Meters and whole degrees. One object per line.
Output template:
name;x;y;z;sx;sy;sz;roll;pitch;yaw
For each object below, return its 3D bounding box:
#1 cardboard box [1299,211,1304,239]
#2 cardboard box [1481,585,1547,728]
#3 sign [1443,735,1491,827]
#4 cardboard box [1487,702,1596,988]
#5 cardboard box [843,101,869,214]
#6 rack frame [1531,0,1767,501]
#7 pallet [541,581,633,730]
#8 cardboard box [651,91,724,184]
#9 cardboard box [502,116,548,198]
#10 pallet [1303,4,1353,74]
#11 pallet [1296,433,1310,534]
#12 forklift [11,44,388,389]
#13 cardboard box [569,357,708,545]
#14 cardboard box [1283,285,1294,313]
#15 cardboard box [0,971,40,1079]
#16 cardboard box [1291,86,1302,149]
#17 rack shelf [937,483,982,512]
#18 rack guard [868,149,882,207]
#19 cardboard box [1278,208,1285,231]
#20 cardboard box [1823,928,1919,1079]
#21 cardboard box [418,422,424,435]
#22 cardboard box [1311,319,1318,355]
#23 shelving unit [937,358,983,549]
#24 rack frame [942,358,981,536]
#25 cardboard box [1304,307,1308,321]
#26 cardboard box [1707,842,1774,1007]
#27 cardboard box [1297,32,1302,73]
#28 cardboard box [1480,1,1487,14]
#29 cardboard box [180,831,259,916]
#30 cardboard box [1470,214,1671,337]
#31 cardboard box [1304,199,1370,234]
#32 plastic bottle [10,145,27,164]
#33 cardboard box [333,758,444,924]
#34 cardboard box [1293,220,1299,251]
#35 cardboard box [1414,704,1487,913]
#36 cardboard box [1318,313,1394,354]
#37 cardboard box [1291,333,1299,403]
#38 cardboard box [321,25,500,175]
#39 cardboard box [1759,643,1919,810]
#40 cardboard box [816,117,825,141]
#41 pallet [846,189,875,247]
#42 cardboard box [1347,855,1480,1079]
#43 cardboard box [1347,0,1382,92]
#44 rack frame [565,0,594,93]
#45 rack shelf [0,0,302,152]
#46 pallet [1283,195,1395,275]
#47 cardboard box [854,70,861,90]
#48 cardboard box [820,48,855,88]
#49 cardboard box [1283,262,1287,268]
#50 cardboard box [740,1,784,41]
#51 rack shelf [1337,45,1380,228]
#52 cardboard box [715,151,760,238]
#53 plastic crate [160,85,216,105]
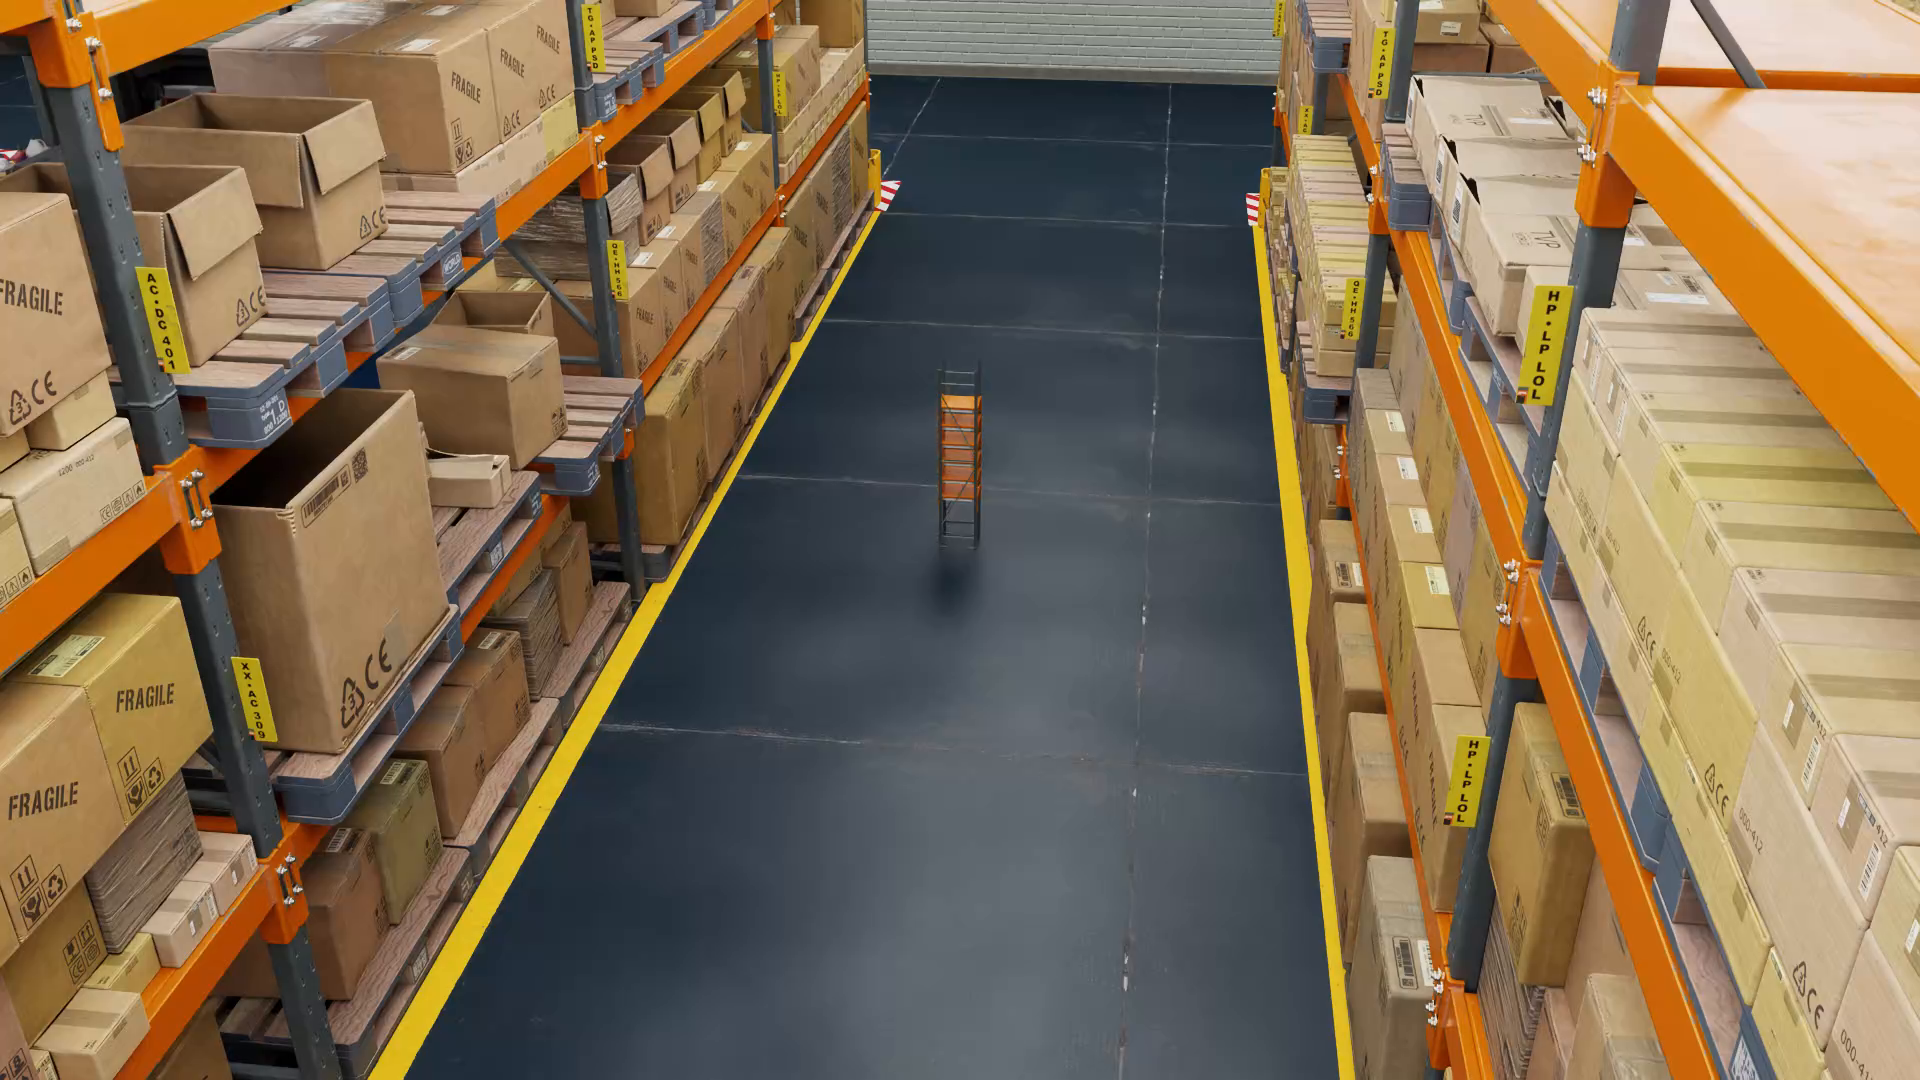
cardboard box;2.360;-1.978;10.559;0.380;0.149;0.250;3;28;5
cardboard box;2.095;0.499;5.294;0.700;0.500;0.500;3;28;5
sign;1.500;0.715;4.915;0.100;0.325;0.005;3;28;6
cardboard box;1.961;0.847;4.510;0.875;0.550;0.550;3;28;6
cardboard box;-1.399;-3.711;16.065;0.875;0.875;0.875;3;28;6
rack frame;2.040;-1.424;3.698;1.000;3.000;0.127;3;28;6
pallet;-2.477;0.594;9.218;1.003;0.211;1.213;3;28;6
cardboard box;-2.055;-2.747;11.315;0.797;0.503;0.637;4;29;7
cardboard box;-2.242;-1.784;7.686;0.500;0.250;0.500;3;28;6
pallet;2.715;-3.014;10.009;1.213;0.211;1.003;3;28;6
pallet;2.779;-0.379;11.023;1.003;0.211;1.213;3;28;6
forklift;-4.592;-1.308;9.879;1.130;2.935;3.031;3;28;5
cardboard box;-2.275;-0.575;10.244;1.225;0.875;0.875;2;28;4
cardboard box;2.764;-1.904;13.164;0.380;0.149;0.250;2;28;4
cardboard box;-3.044;1.389;4.383;0.875;0.500;0.500;3;28;6
cardboard box;2.864;-3.212;12.923;0.500;0.500;0.500;3;28;5
rack shelf;-0.002;-0.271;10.380;0.258;0.103;0.180;3;28;6
rack guard;-1.397;-3.678;16.843;1.175;0.500;0.348;3;28;6
cardboard box;2.967;-2.776;14.468;0.380;0.149;0.250;4;29;7
cardboard box;1.457;0.767;2.089;0.500;0.250;0.500;3;28;6
cardboard box;-2.814;-0.345;7.735;0.500;0.250;0.500;3;28;5
cardboard box;2.167;-1.116;9.273;0.380;0.149;0.250;3;28;6
shelving unit;-0.002;-0.521;10.245;0.258;1.200;0.189;3;28;6
rack frame;0.009;-0.564;10.325;0.240;1.200;0.006;3;28;6
cardboard box;2.605;-1.380;11.343;0.500;0.250;0.500;4;29;8
cardboard box;1.472;0.646;2.735;0.380;0.149;0.250;4;29;7
cardboard box;2.944;-3.885;13.117;0.500;0.500;0.500;4;29;8
cardboard box;2.909;-2.907;8.700;0.396;0.266;0.258;3;28;6
cardboard box;-2.605;1.110;5.584;0.380;0.149;0.250;3;28;6
cardboard box;1.973;-0.861;5.424;0.500;0.250;0.500;3;28;6
cardboard box;2.329;-1.991;10.269;0.380;0.149;0.250;4;29;8
plastic bottle;-7.290;-2.911;12.905;0.061;0.283;0.133;3;28;6
cardboard box;-2.696;1.277;7.182;0.700;0.500;0.500;3;28;6
cardboard box;2.390;-1.978;10.874;0.380;0.149;0.250;2;28;4
cardboard box;1.839;0.912;5.582;0.500;0.500;0.500;3;28;6
cardboard box;2.139;-1.130;8.986;0.380;0.149;0.250;4;29;7
cardboard box;2.667;-1.301;11.987;0.500;0.500;0.500;4;29;8
cardboard box;-2.318;-1.873;7.061;0.500;0.500;0.500;4;29;7
cardboard box;1.472;0.295;2.546;0.380;0.149;0.250;3;28;6
cardboard box;-1.365;-3.504;14.149;0.380;0.149;0.250;4;29;7
pallet;-1.420;-3.159;16.183;1.003;0.211;1.213;3;28;6
cardboard box;2.027;1.725;6.107;1.050;0.750;0.750;3;28;6
cardboard box;2.462;-2.785;9.282;0.500;0.500;0.500;3;28;6
rack frame;-2.380;-3.643;7.816;1.000;3.000;0.127;3;28;6
rack shelf;-2.625;-2.209;6.334;1.077;0.370;4.000;3;28;6
pallet;2.782;-2.113;11.504;1.003;0.211;1.213;3;28;6
cardboard box;-1.147;-4.348;15.715;0.380;0.149;0.250;4;29;7
cardboard box;-1.259;-4.350;15.299;0.500;0.250;0.500;3;28;5
cardboard box;2.956;-2.289;14.192;0.380;0.149;0.250;4;29;7
cardboard box;-1.845;-4.473;14.736;0.500;0.500;0.500;3;28;5
rack shelf;2.775;-2.611;9.822;1.077;0.370;4.000;3;28;6
cardboard box;-1.744;-2.460;11.841;0.500;0.500;0.500;4;29;8
plastic crate;-6.447;-3.633;13.992;0.402;0.464;0.583;3;28;6
